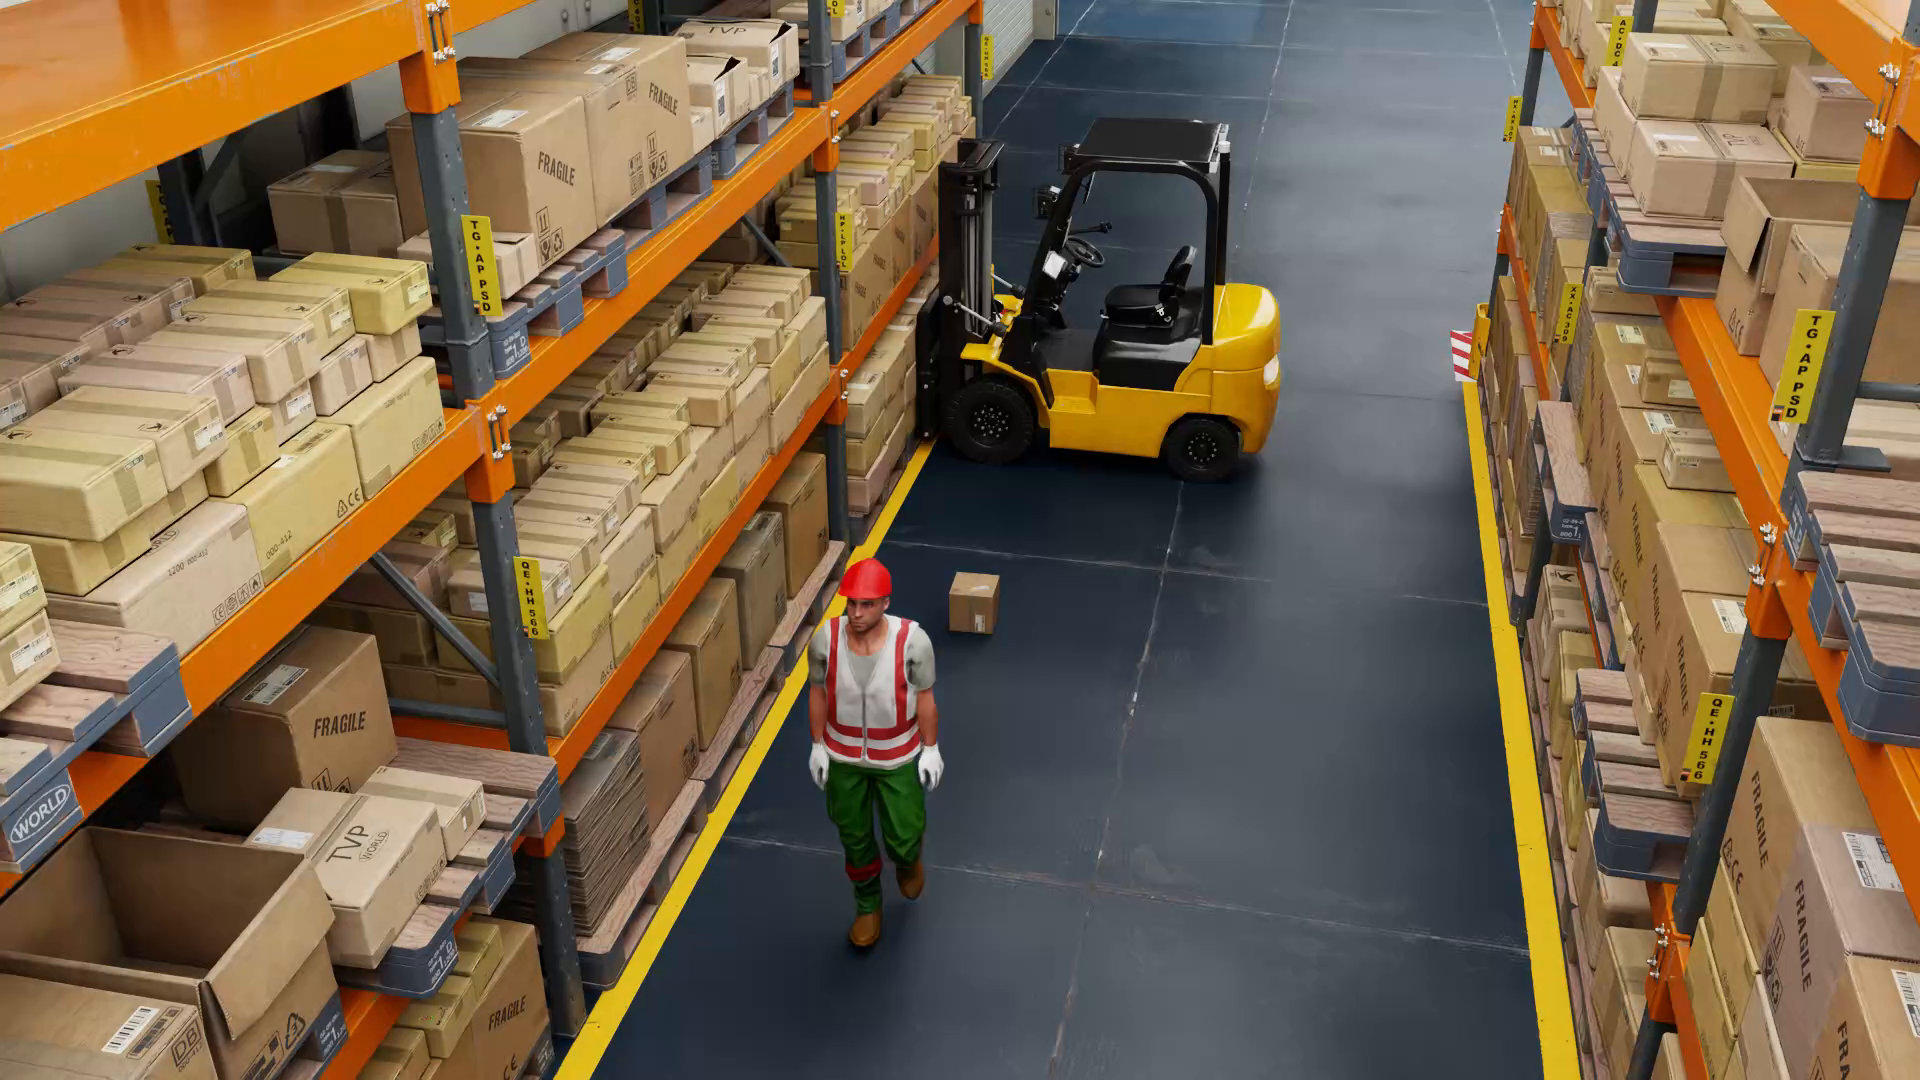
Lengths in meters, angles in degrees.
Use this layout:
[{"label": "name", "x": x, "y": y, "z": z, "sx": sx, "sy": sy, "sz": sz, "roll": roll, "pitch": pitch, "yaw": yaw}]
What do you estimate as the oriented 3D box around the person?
[{"label": "person", "x": -0.351, "y": 0.876, "z": 6.920, "sx": 0.568, "sy": 1.781, "sz": 0.508, "roll": 4, "pitch": 29, "yaw": 7}]
